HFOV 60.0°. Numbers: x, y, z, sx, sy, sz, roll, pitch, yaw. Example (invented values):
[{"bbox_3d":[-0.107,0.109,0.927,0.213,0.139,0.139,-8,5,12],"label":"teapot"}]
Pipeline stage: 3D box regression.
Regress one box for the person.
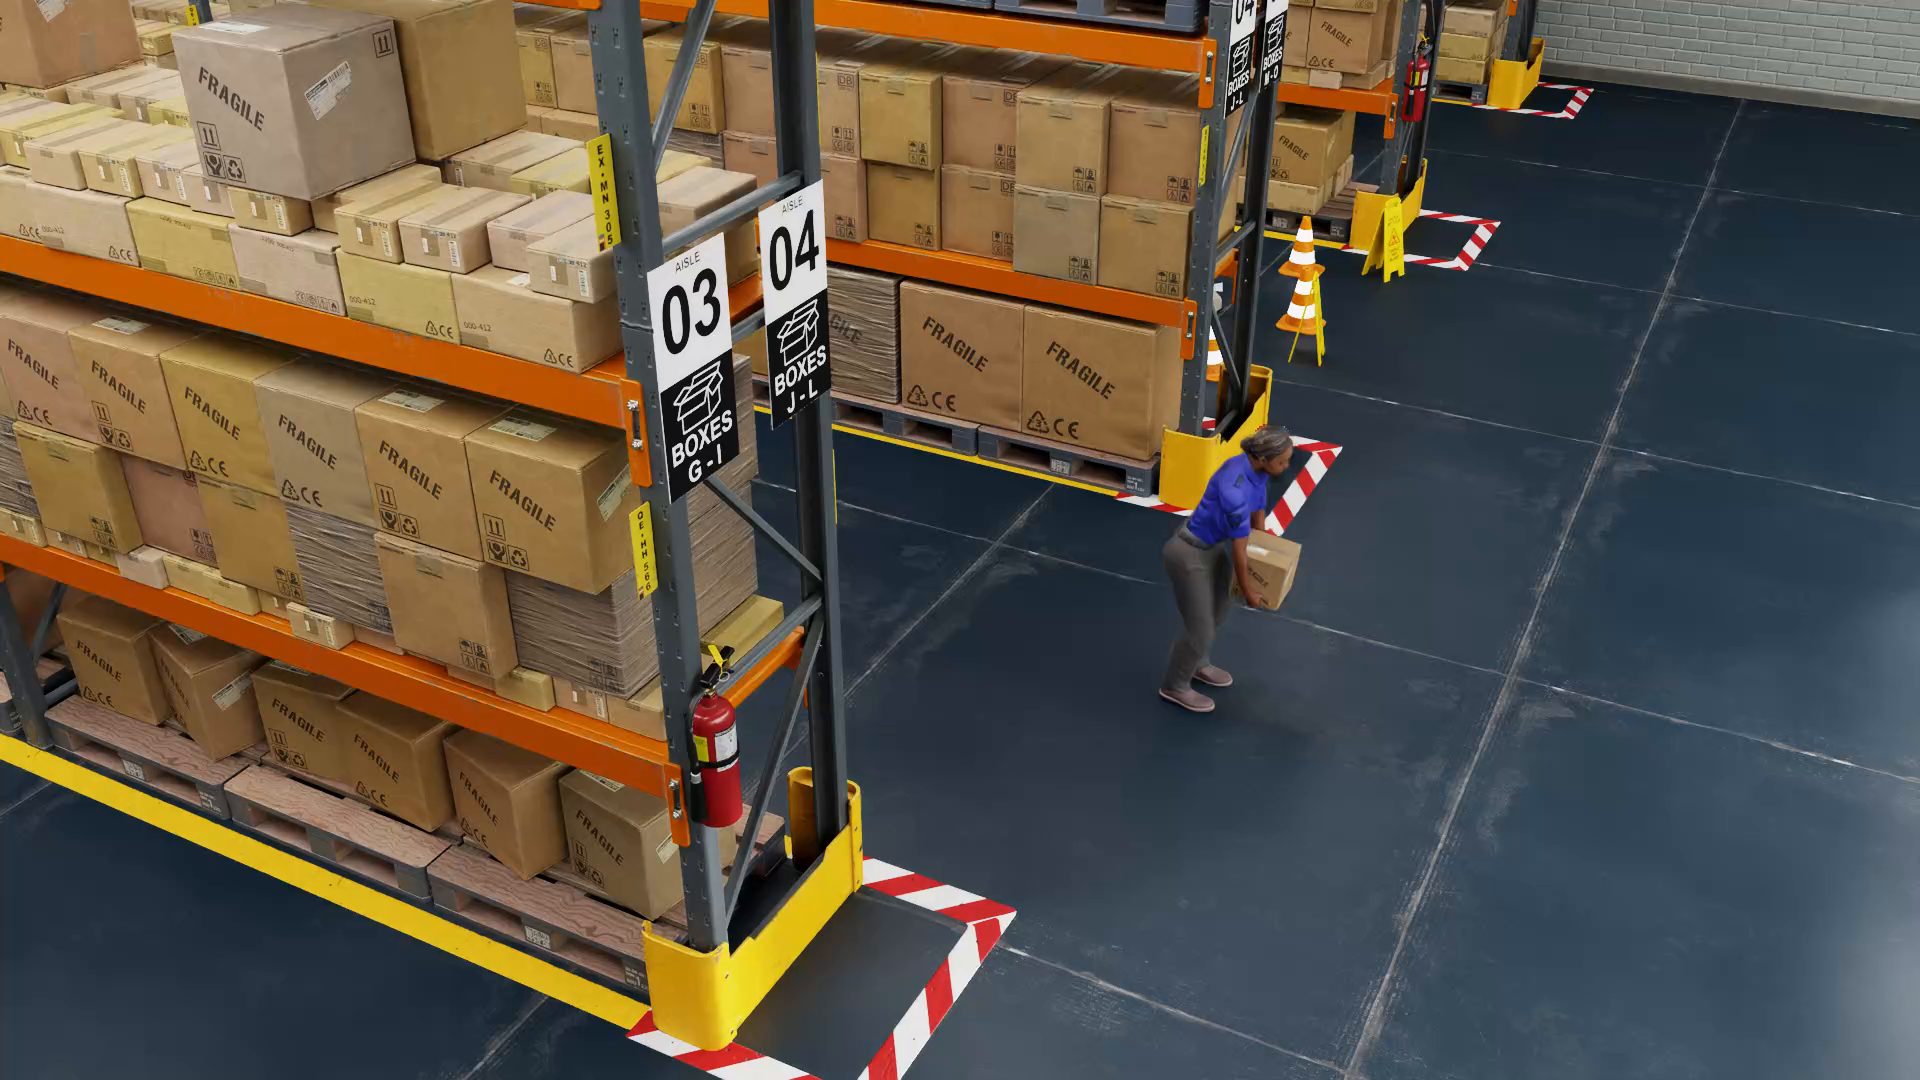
[{"bbox_3d":[1.282,0.076,8.172,0.515,1.655,0.413,14,33,22],"label":"person"}]
